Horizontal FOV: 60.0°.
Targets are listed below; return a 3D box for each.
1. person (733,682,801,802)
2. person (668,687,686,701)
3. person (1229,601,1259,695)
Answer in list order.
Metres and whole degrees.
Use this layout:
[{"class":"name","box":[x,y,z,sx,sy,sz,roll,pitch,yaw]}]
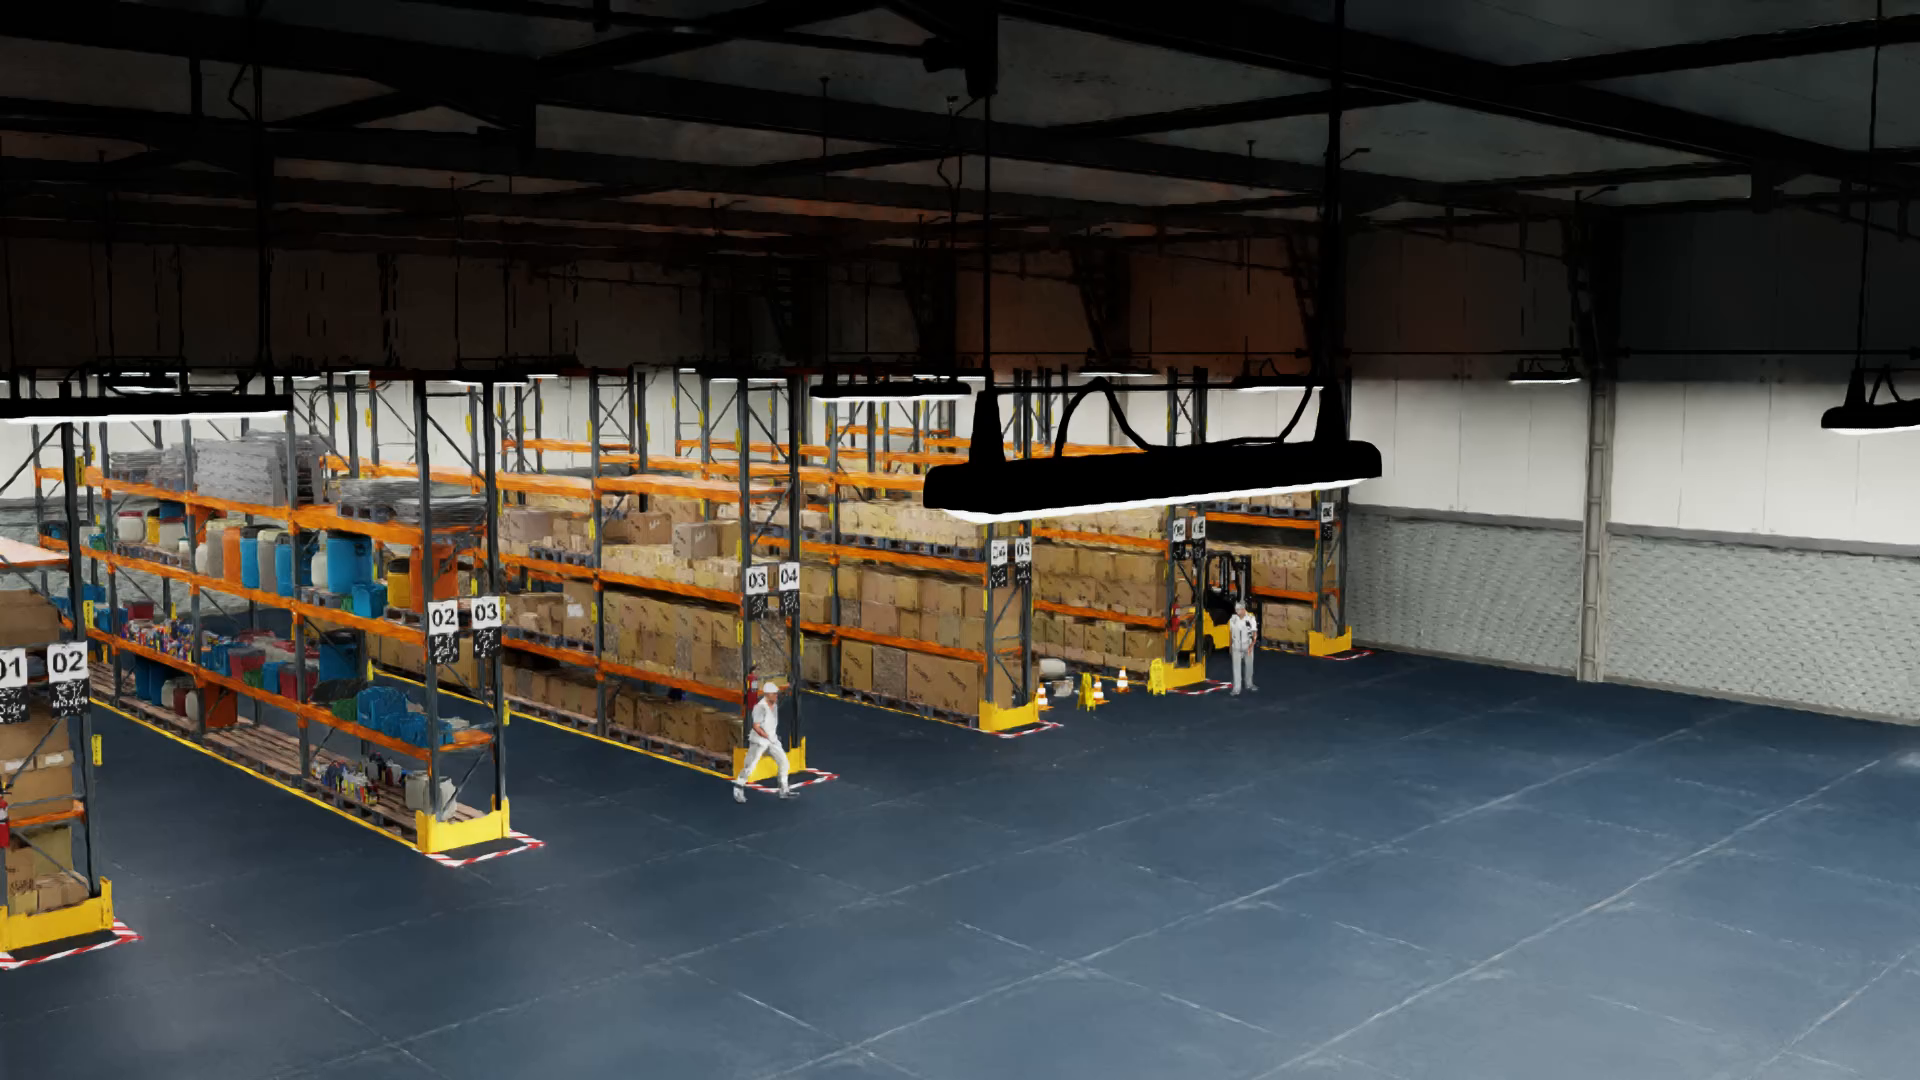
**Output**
[{"class":"person","box":[-2.761,2.830,23.397,0.841,1.715,0.684,4,7,29]},{"class":"person","box":[-4.889,2.254,29.126,0.991,1.589,0.493,6,9,44]},{"class":"person","box":[5.271,1.980,30.922,0.570,1.739,0.721,2,7,18]}]
